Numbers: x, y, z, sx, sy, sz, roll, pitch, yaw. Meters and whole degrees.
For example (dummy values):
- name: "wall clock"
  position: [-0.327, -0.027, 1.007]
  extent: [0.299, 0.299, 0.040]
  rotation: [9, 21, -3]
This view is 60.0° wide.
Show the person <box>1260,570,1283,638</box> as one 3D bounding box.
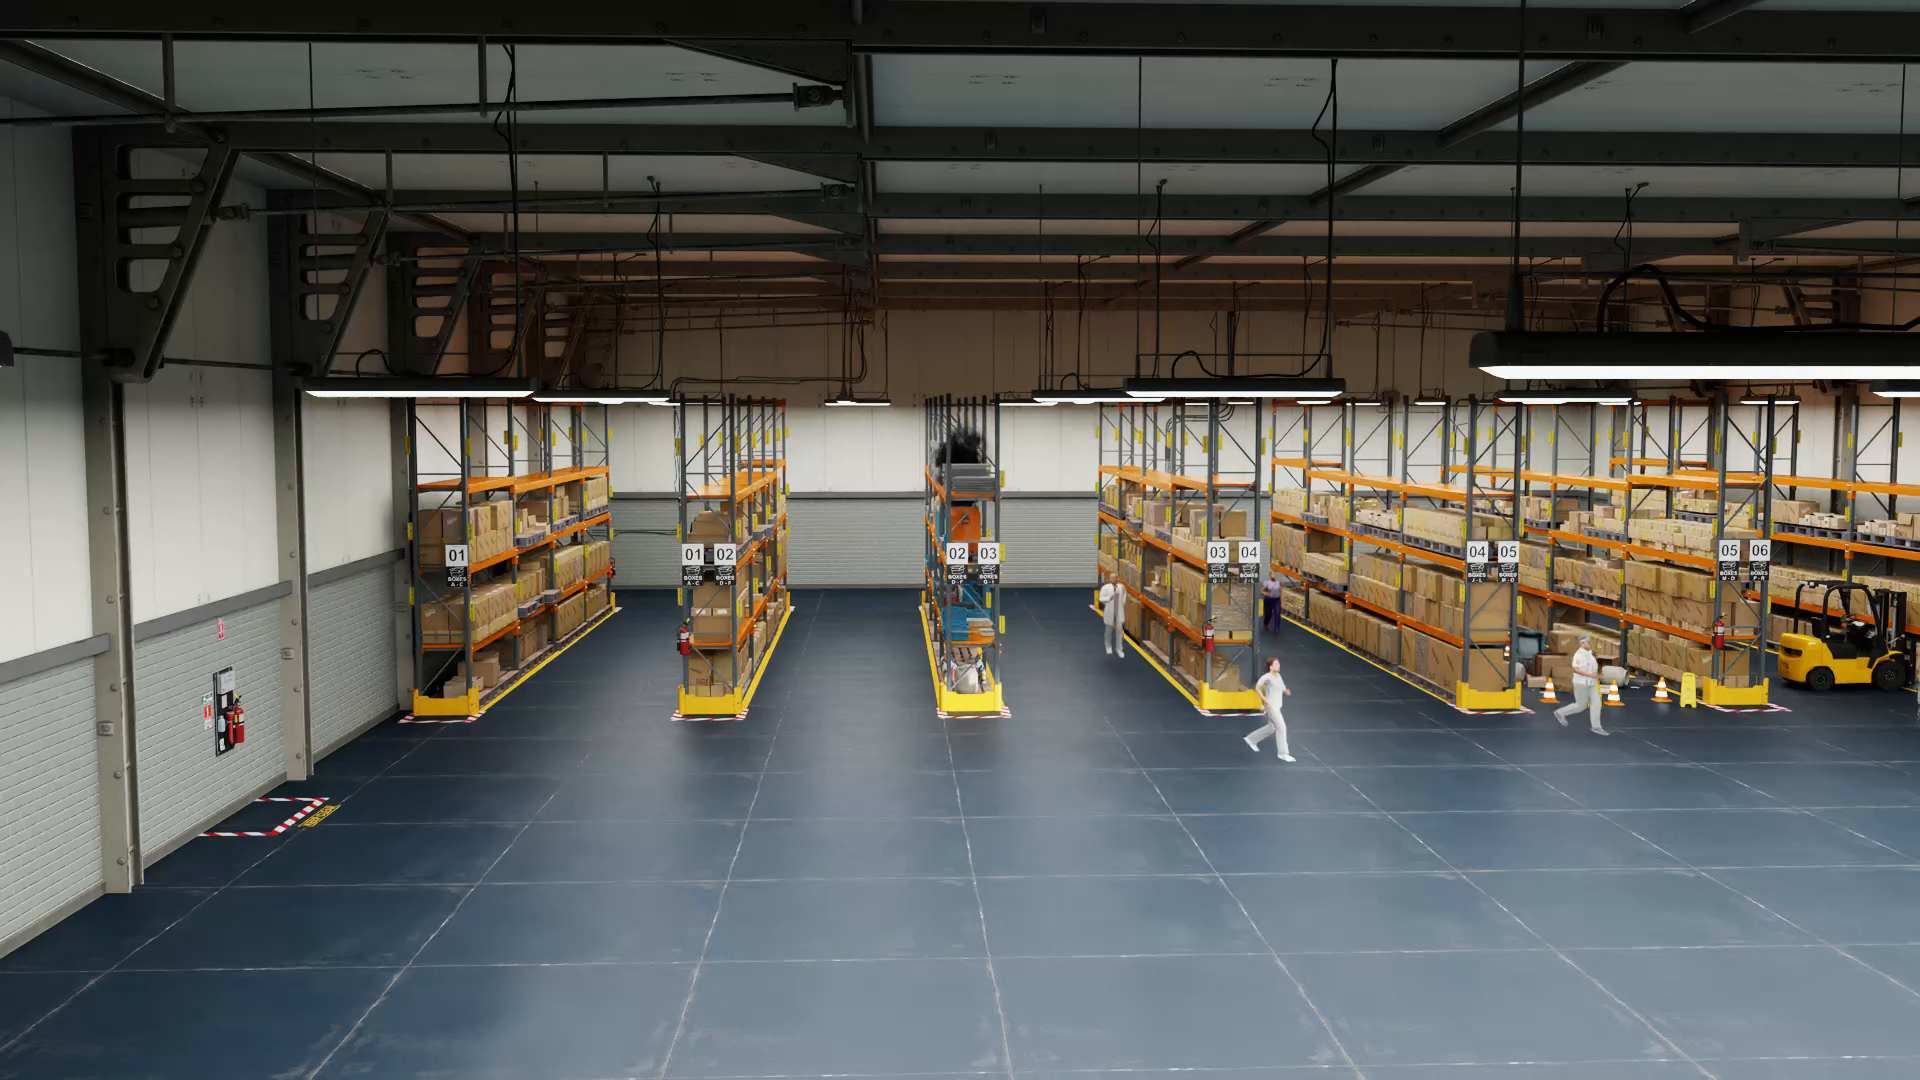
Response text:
- name: "person"
  position: [7.871, 1.588, 41.928]
  extent: [0.612, 1.652, 0.929]
  rotation: [0, 5, -4]

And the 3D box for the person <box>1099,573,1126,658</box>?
- name: "person"
  position: [3.400, 1.639, 36.752]
  extent: [0.690, 1.834, 0.866]
  rotation: [-1, 5, -10]

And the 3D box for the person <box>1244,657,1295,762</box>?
- name: "person"
  position: [5.086, 2.743, 27.193]
  extent: [0.889, 1.679, 0.558]
  rotation: [3, 5, 35]

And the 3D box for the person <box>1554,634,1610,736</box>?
- name: "person"
  position: [10.996, 2.533, 29.322]
  extent: [0.956, 1.788, 0.675]
  rotation: [4, 6, 42]
